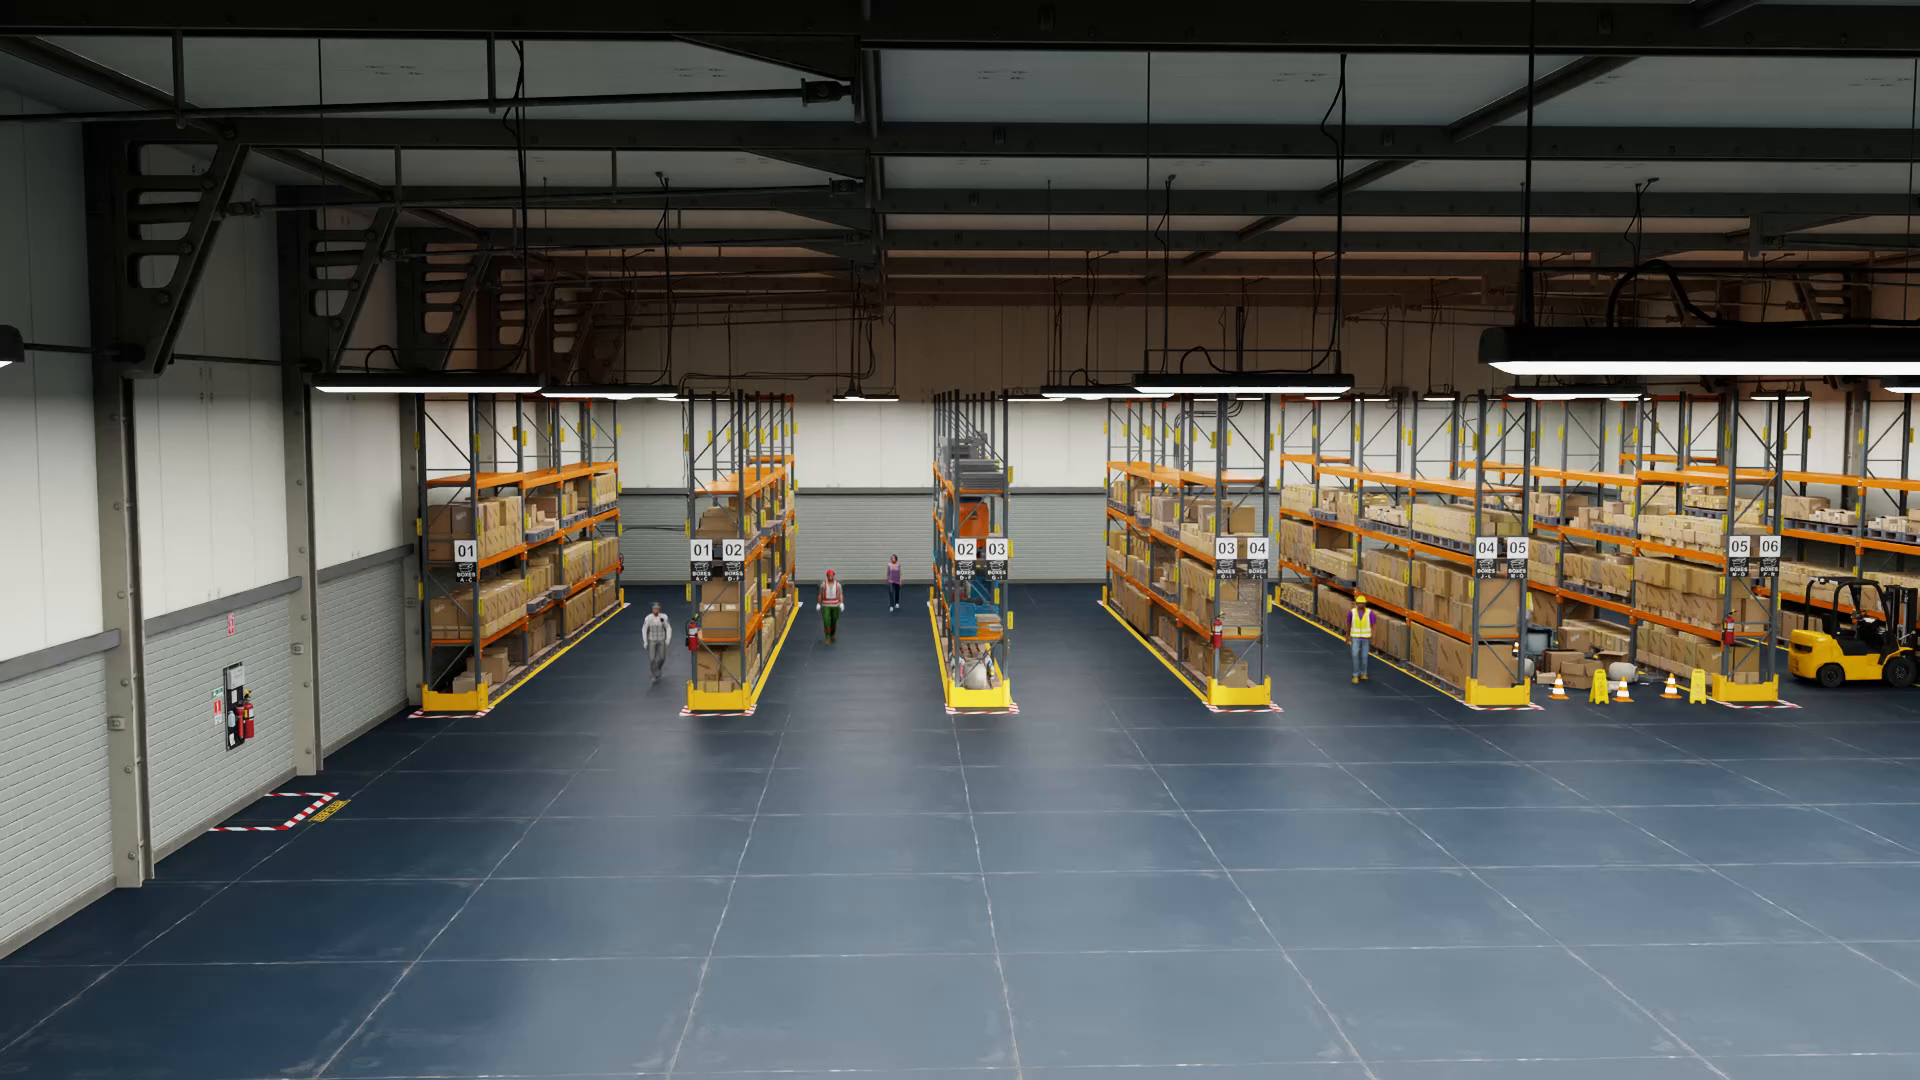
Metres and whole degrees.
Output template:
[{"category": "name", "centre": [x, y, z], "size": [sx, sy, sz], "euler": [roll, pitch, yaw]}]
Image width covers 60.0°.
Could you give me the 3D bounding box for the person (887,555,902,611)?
[{"category": "person", "centre": [-1.821, 1.172, 46.083], "size": [0.431, 1.540, 0.972], "euler": [0, 5, -1]}]

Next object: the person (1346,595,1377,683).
[{"category": "person", "centre": [8.301, 2.046, 34.393], "size": [0.626, 1.795, 0.624], "euler": [1, 5, 14]}]

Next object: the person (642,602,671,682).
[{"category": "person", "centre": [-6.302, 2.094, 34.527], "size": [0.583, 1.659, 0.548], "euler": [-1, 5, -11]}]

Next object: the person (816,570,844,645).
[{"category": "person", "centre": [-3.106, 1.581, 39.847], "size": [0.621, 1.738, 1.025], "euler": [-1, 5, -11]}]

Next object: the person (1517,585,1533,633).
[{"category": "person", "centre": [13.083, 1.800, 38.500], "size": [0.462, 1.583, 0.480], "euler": [0, 5, -2]}]
